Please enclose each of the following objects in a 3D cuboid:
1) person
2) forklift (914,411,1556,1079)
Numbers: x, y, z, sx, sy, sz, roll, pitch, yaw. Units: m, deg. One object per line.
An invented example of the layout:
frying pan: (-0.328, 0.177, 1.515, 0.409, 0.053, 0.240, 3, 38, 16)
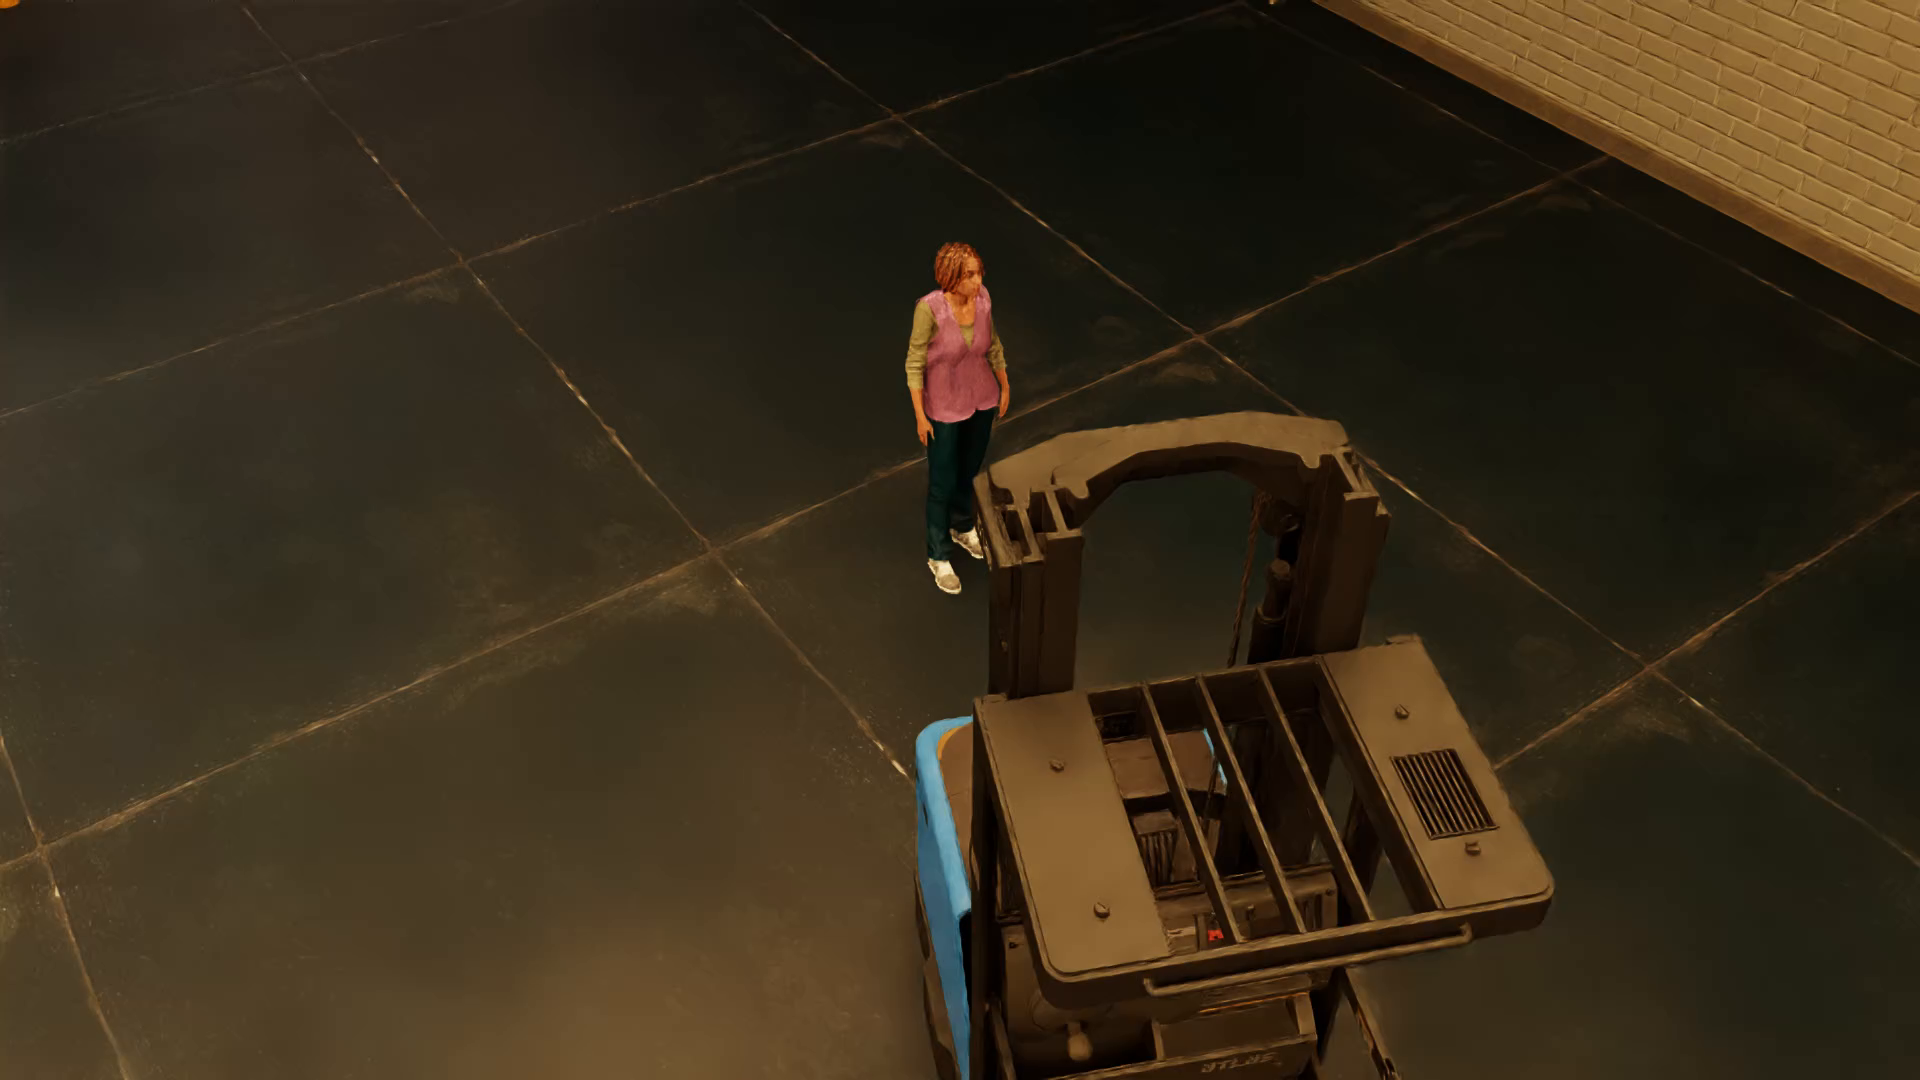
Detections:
person: (0.031, -0.546, 7.282, 0.520, 1.597, 0.474, -25, 48, -25)
forklift: (0.619, 1.249, 4.360, 1.130, 2.935, 3.031, -8, 43, -8)
